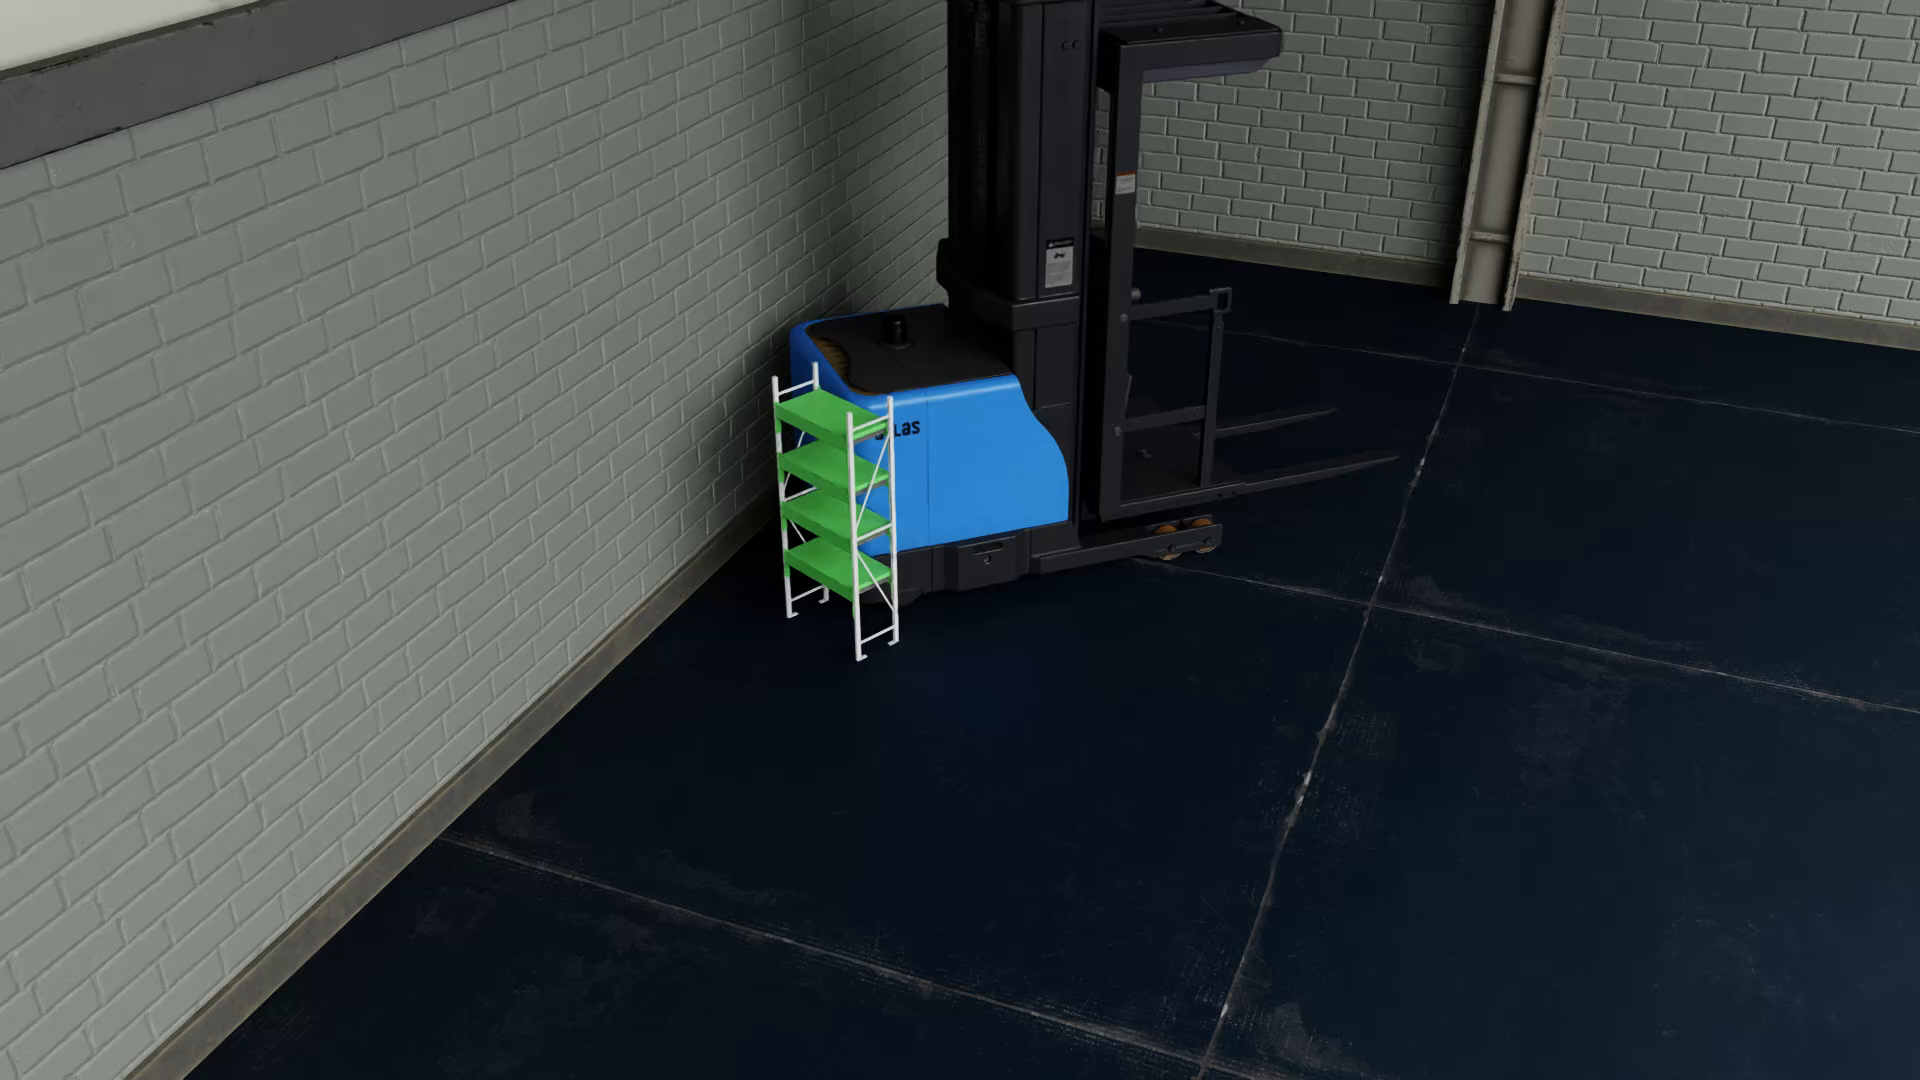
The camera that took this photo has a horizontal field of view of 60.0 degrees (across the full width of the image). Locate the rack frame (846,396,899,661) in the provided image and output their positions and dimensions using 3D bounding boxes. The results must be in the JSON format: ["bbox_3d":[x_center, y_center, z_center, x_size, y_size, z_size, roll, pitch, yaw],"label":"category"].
[{"bbox_3d":[-0.368,-0.031,7.085,0.240,1.200,0.015,-25,38,-37],"label":"rack frame"}]

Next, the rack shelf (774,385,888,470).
[{"bbox_3d":[-0.537,-0.480,7.034,0.258,0.148,0.480,-25,38,-37],"label":"rack shelf"}]

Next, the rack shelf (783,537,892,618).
[{"bbox_3d":[-0.536,0.146,7.389,0.258,0.148,0.480,-25,38,-37],"label":"rack shelf"}]

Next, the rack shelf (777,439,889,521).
[{"bbox_3d":[-0.536,-0.271,7.152,0.258,0.148,0.480,-25,38,-37],"label":"rack shelf"}]

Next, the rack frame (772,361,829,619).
[{"bbox_3d":[-0.704,-0.205,7.393,0.240,1.200,0.015,-25,38,-37],"label":"rack frame"}]

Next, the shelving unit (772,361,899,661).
[{"bbox_3d":[-0.536,-0.118,7.239,0.258,1.200,0.503,-25,38,-37],"label":"shelving unit"}]

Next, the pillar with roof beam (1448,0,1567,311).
[{"bbox_3d":[1.864,-3.561,5.404,0.400,9.000,9.100,11,31,19],"label":"pillar with roof beam"}]

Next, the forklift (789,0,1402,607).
[{"bbox_3d":[0.749,-1.411,7.767,3.031,2.935,1.130,-11,31,-18],"label":"forklift"}]

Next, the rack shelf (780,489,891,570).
[{"bbox_3d":[-0.536,-0.063,7.271,0.258,0.148,0.480,-25,38,-37],"label":"rack shelf"}]
